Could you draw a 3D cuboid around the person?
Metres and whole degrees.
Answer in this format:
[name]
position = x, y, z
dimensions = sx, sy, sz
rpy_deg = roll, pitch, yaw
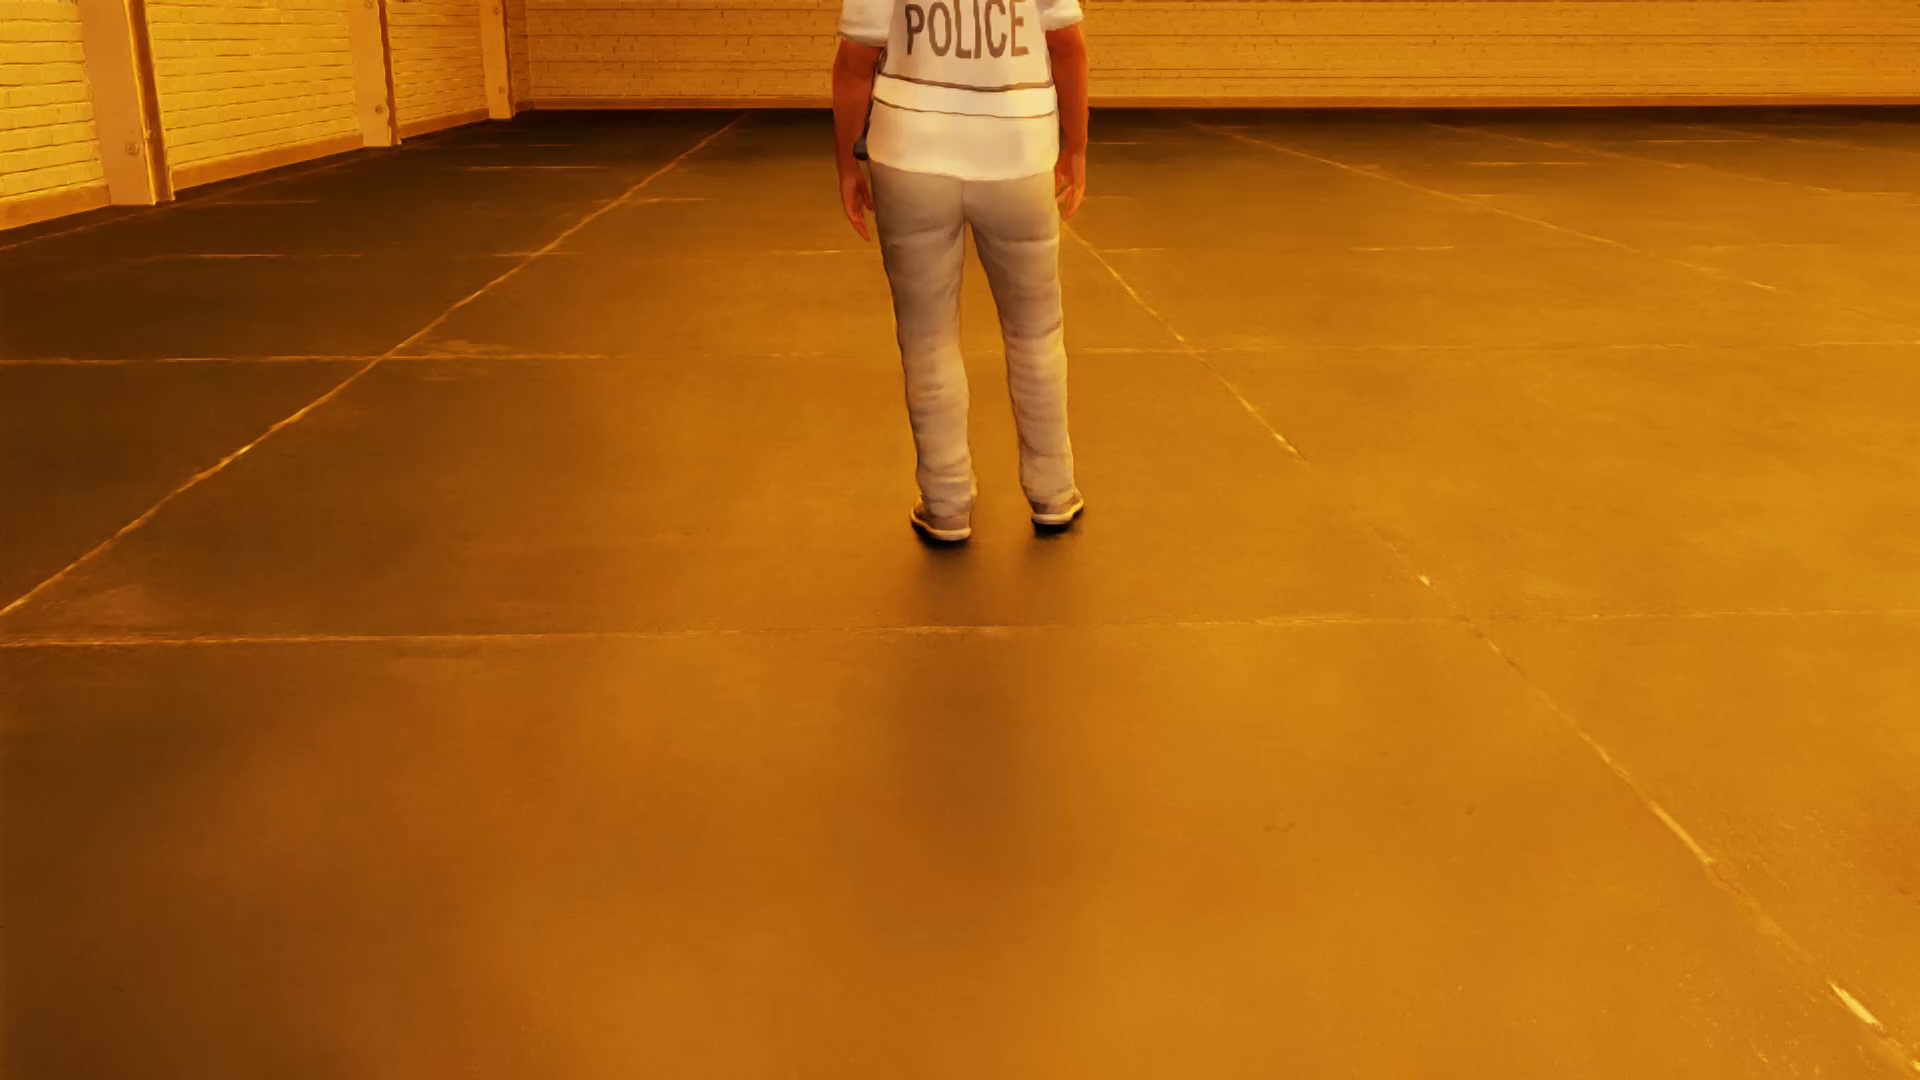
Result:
[person]
position = 0.019, -0.827, 3.748
dimensions = 0.598, 1.669, 0.526
rpy_deg = -1, 17, -3
